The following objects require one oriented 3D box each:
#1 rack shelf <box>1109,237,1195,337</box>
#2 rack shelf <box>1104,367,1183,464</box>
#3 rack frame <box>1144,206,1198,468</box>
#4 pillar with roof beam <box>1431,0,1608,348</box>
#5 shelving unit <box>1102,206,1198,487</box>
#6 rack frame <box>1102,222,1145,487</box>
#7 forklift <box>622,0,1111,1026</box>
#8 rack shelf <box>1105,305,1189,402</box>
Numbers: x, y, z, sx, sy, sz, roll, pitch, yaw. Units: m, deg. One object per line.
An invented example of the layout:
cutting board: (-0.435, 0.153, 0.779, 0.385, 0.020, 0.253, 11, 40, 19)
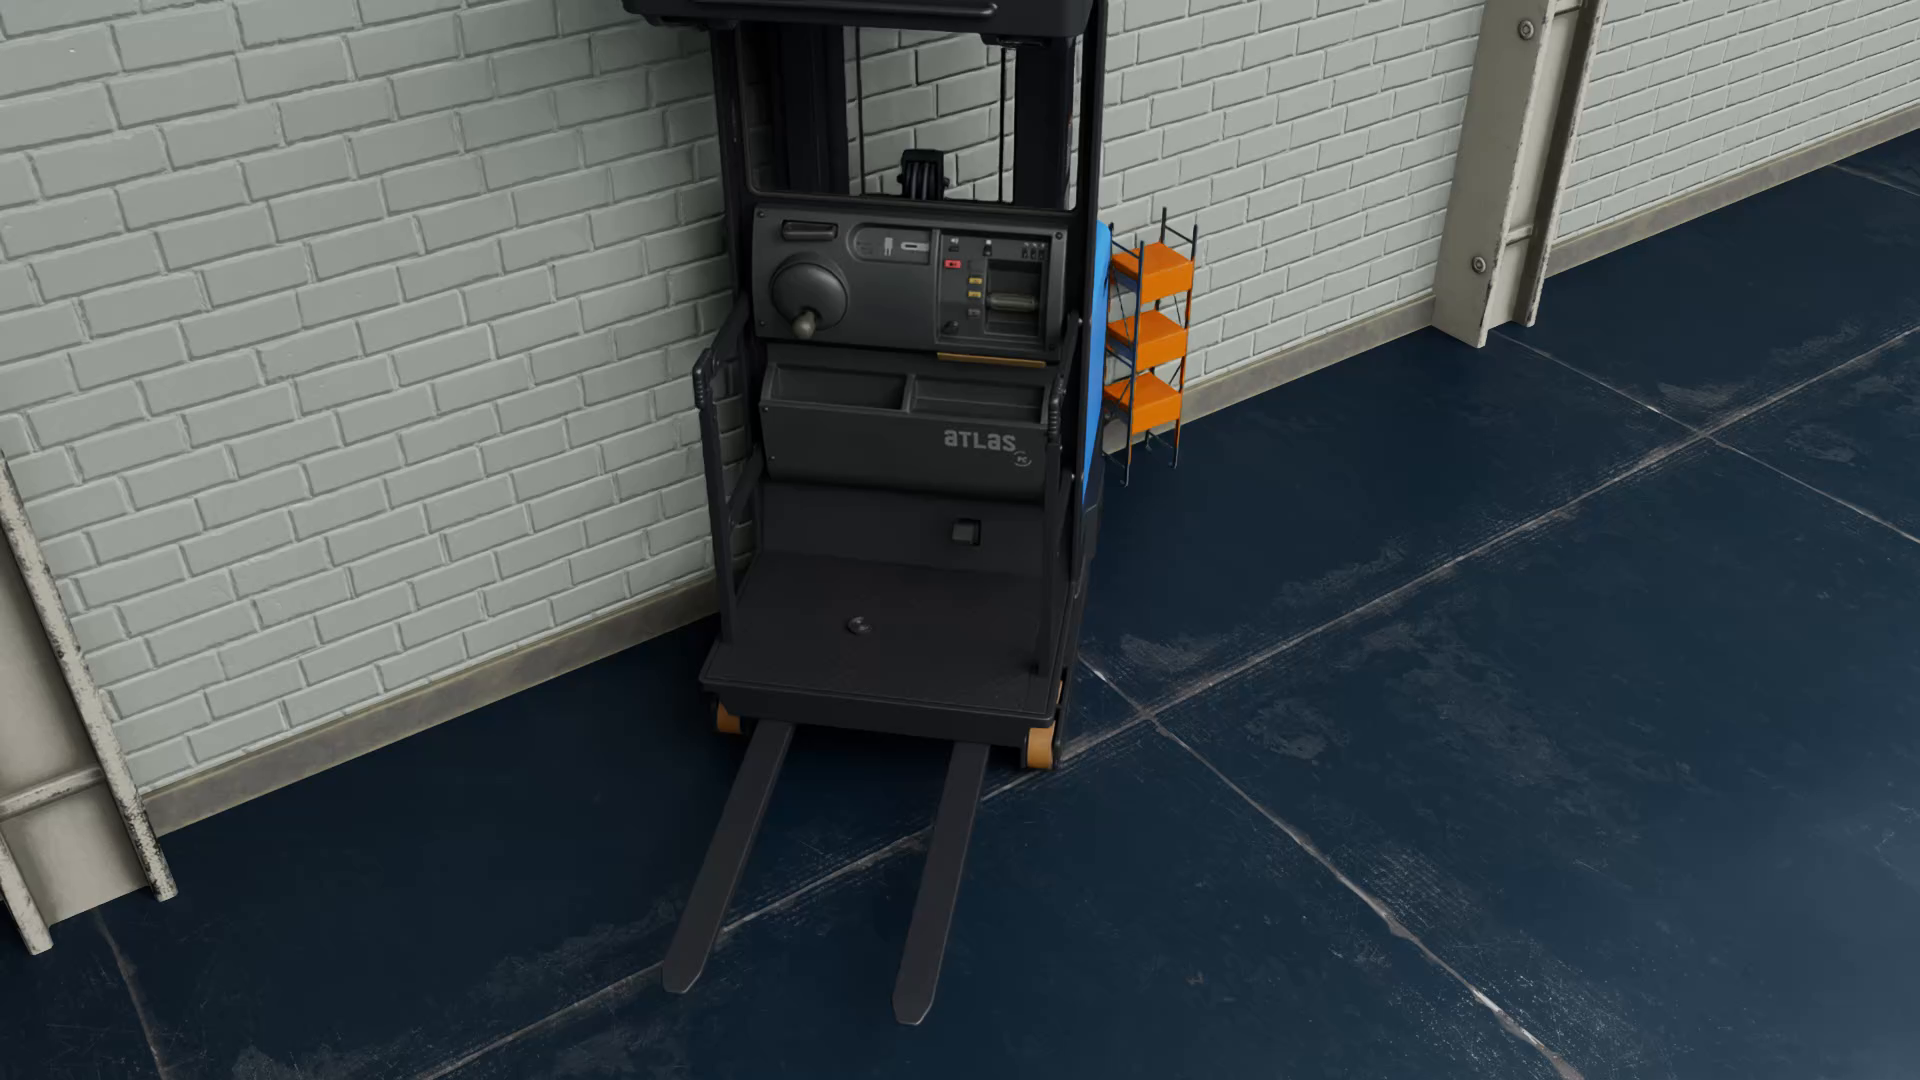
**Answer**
rack shelf: (0.706, -0.946, 6.198, 0.240, 0.259, 0.215, -20, 40, -26)
rack shelf: (0.706, -0.490, 6.526, 0.240, 0.259, 0.215, -20, 40, -26)
rack frame: (0.809, -0.762, 6.410, 0.008, 1.050, 0.200, -20, 40, -26)
pillar with roof beam: (4.868, -2.596, 2.153, 0.400, 9.000, 9.100, -22, 41, -28)
shelving unit: (0.706, -0.724, 6.357, 0.252, 1.050, 0.215, -20, 40, -26)
rack frame: (0.603, -0.686, 6.304, 0.008, 1.050, 0.200, -20, 40, -26)
forklift: (-0.187, -0.694, 4.705, 1.130, 2.935, 3.031, 5, 36, 8)
rack shelf: (0.706, -0.715, 6.363, 0.240, 0.259, 0.215, -20, 40, -26)
